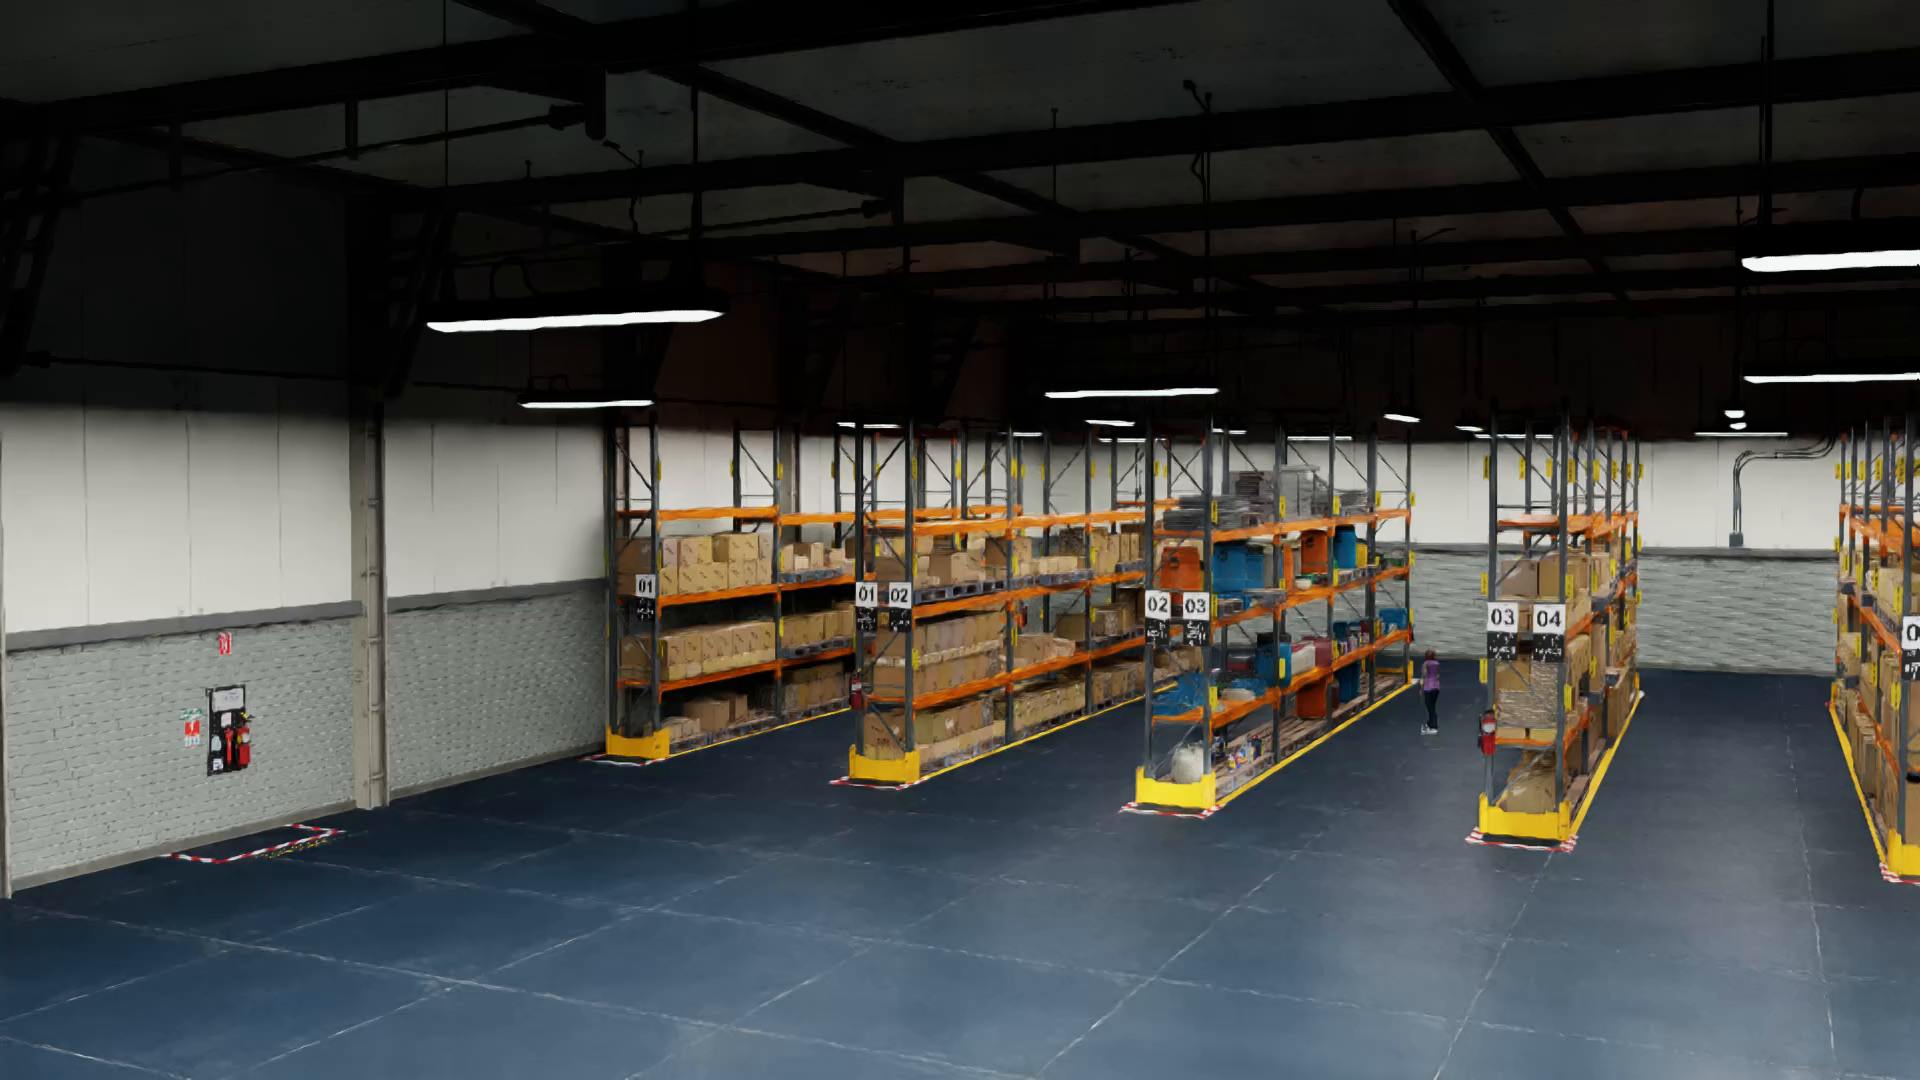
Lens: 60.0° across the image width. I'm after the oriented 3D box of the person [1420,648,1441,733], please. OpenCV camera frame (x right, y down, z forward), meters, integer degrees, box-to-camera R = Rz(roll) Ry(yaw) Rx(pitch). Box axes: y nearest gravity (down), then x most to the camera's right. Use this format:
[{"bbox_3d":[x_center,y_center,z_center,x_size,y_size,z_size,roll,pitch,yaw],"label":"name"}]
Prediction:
[{"bbox_3d":[8.955,2.857,31.711,0.522,1.592,0.527,-2,3,-35],"label":"person"}]
